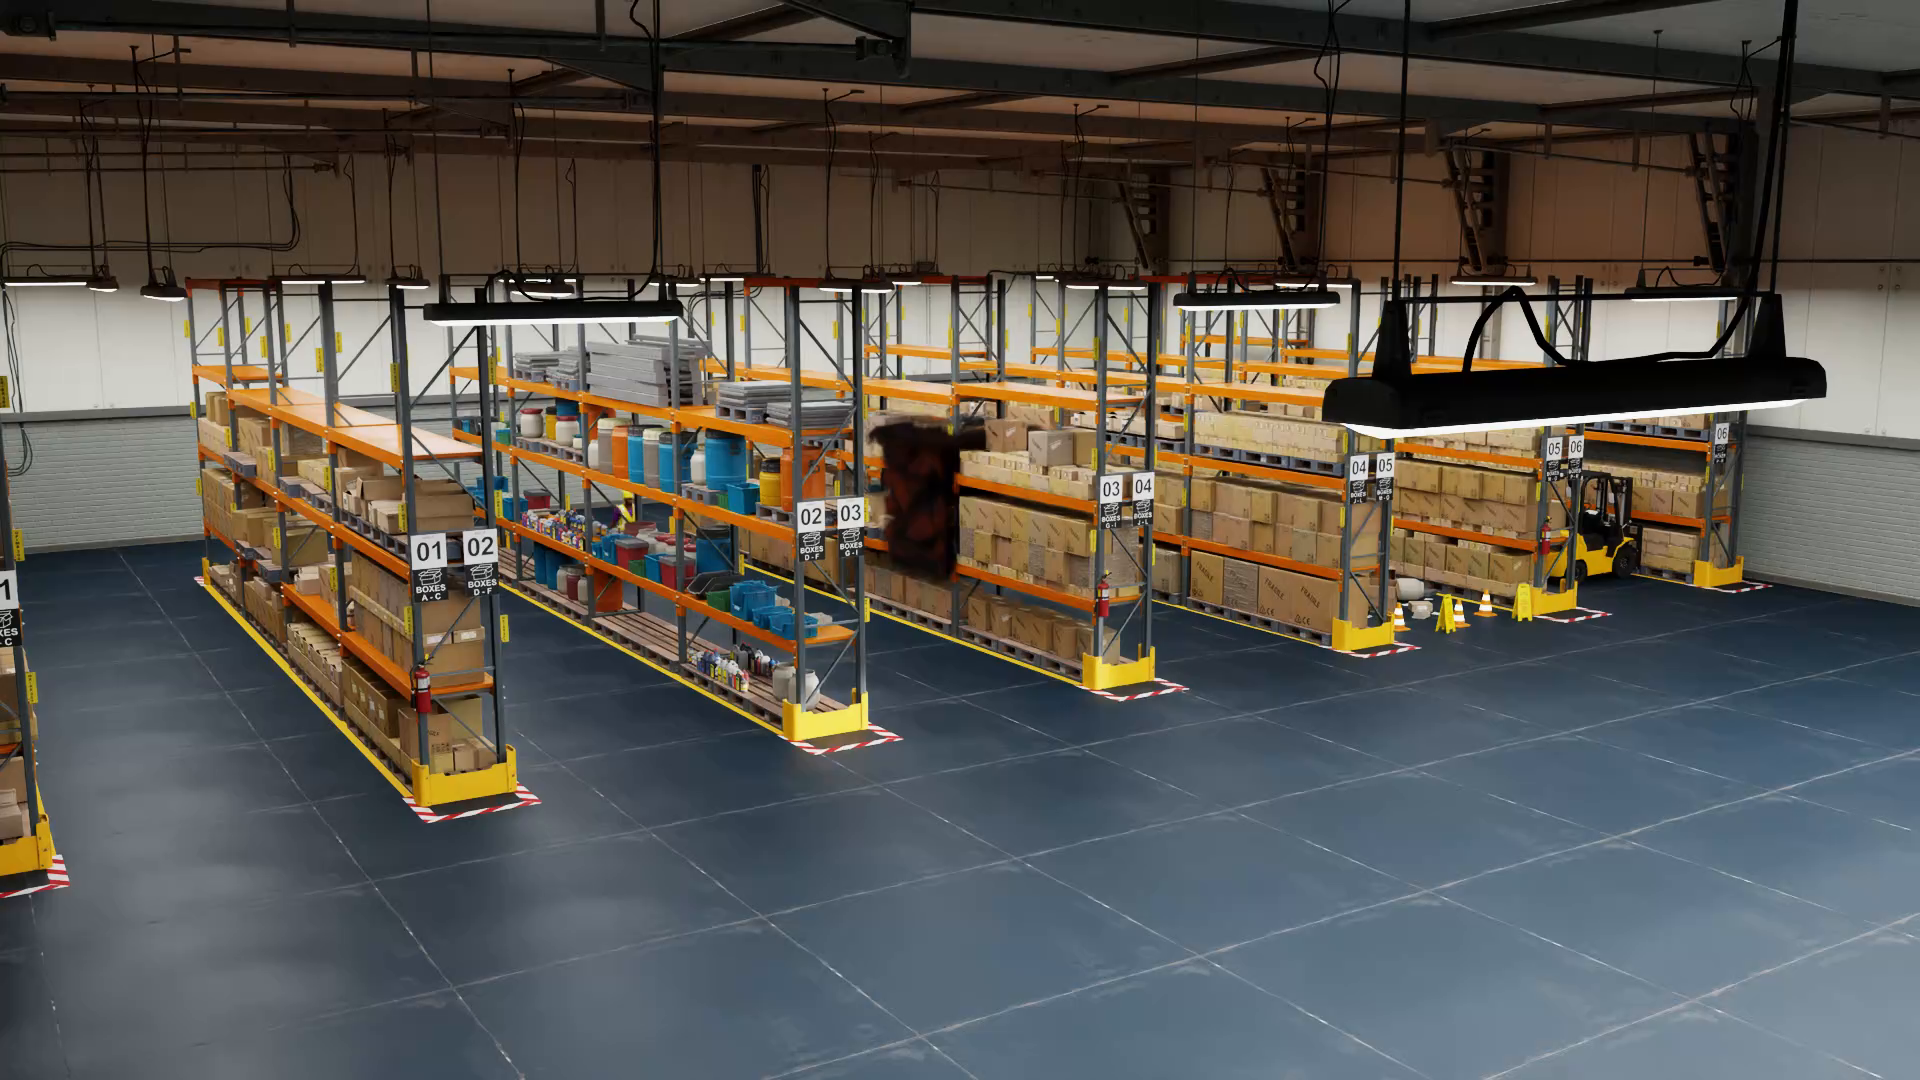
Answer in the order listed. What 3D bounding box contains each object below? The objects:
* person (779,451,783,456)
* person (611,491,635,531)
[{"bbox_3d":[-4.403,-1.713,42.923,0.941,1.736,0.600,-9,13,-44],"label":"person"},{"bbox_3d":[-6.714,-0.134,33.681,0.689,1.723,1.080,-7,12,-36],"label":"person"}]
